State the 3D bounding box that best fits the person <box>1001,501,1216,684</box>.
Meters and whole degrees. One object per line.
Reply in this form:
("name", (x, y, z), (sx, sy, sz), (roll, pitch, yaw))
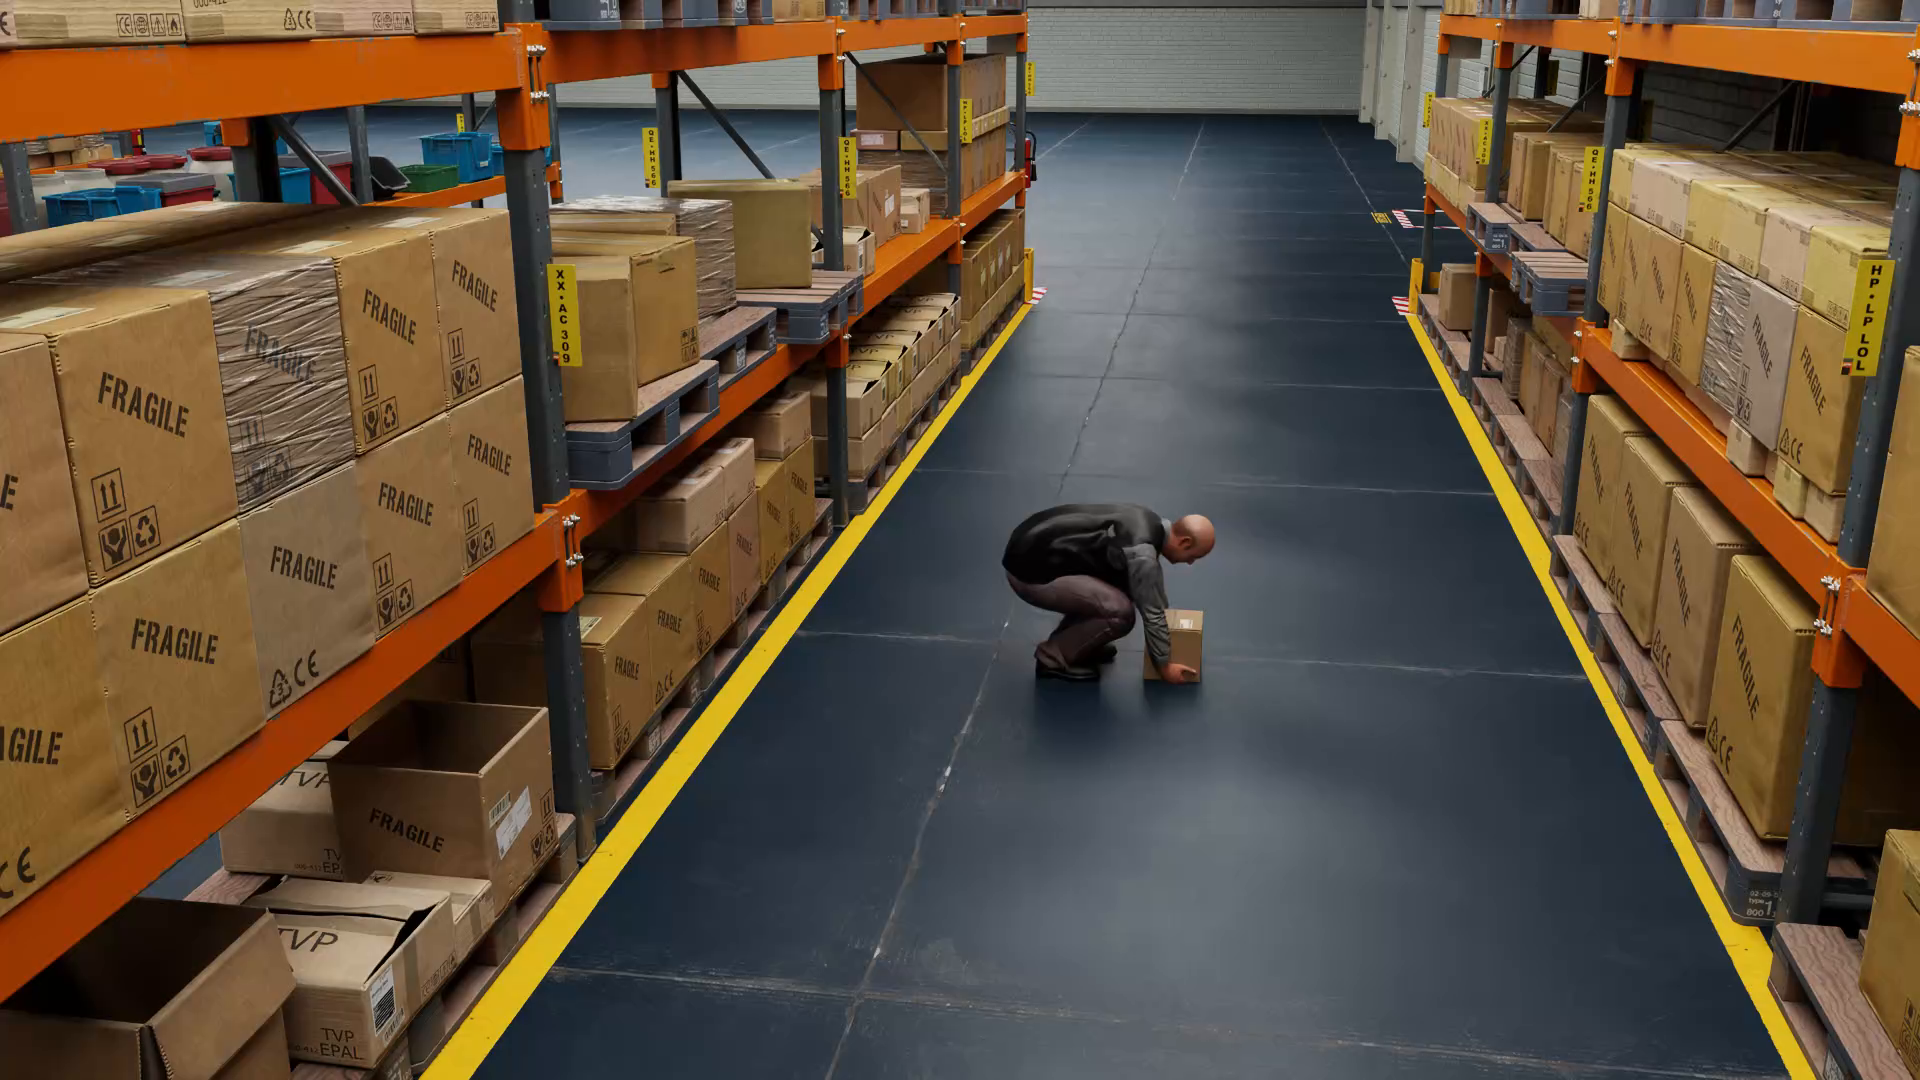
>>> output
("person", (0.664, 0.219, 7.488), (0.941, 0.796, 0.504), (2, 18, 7))
